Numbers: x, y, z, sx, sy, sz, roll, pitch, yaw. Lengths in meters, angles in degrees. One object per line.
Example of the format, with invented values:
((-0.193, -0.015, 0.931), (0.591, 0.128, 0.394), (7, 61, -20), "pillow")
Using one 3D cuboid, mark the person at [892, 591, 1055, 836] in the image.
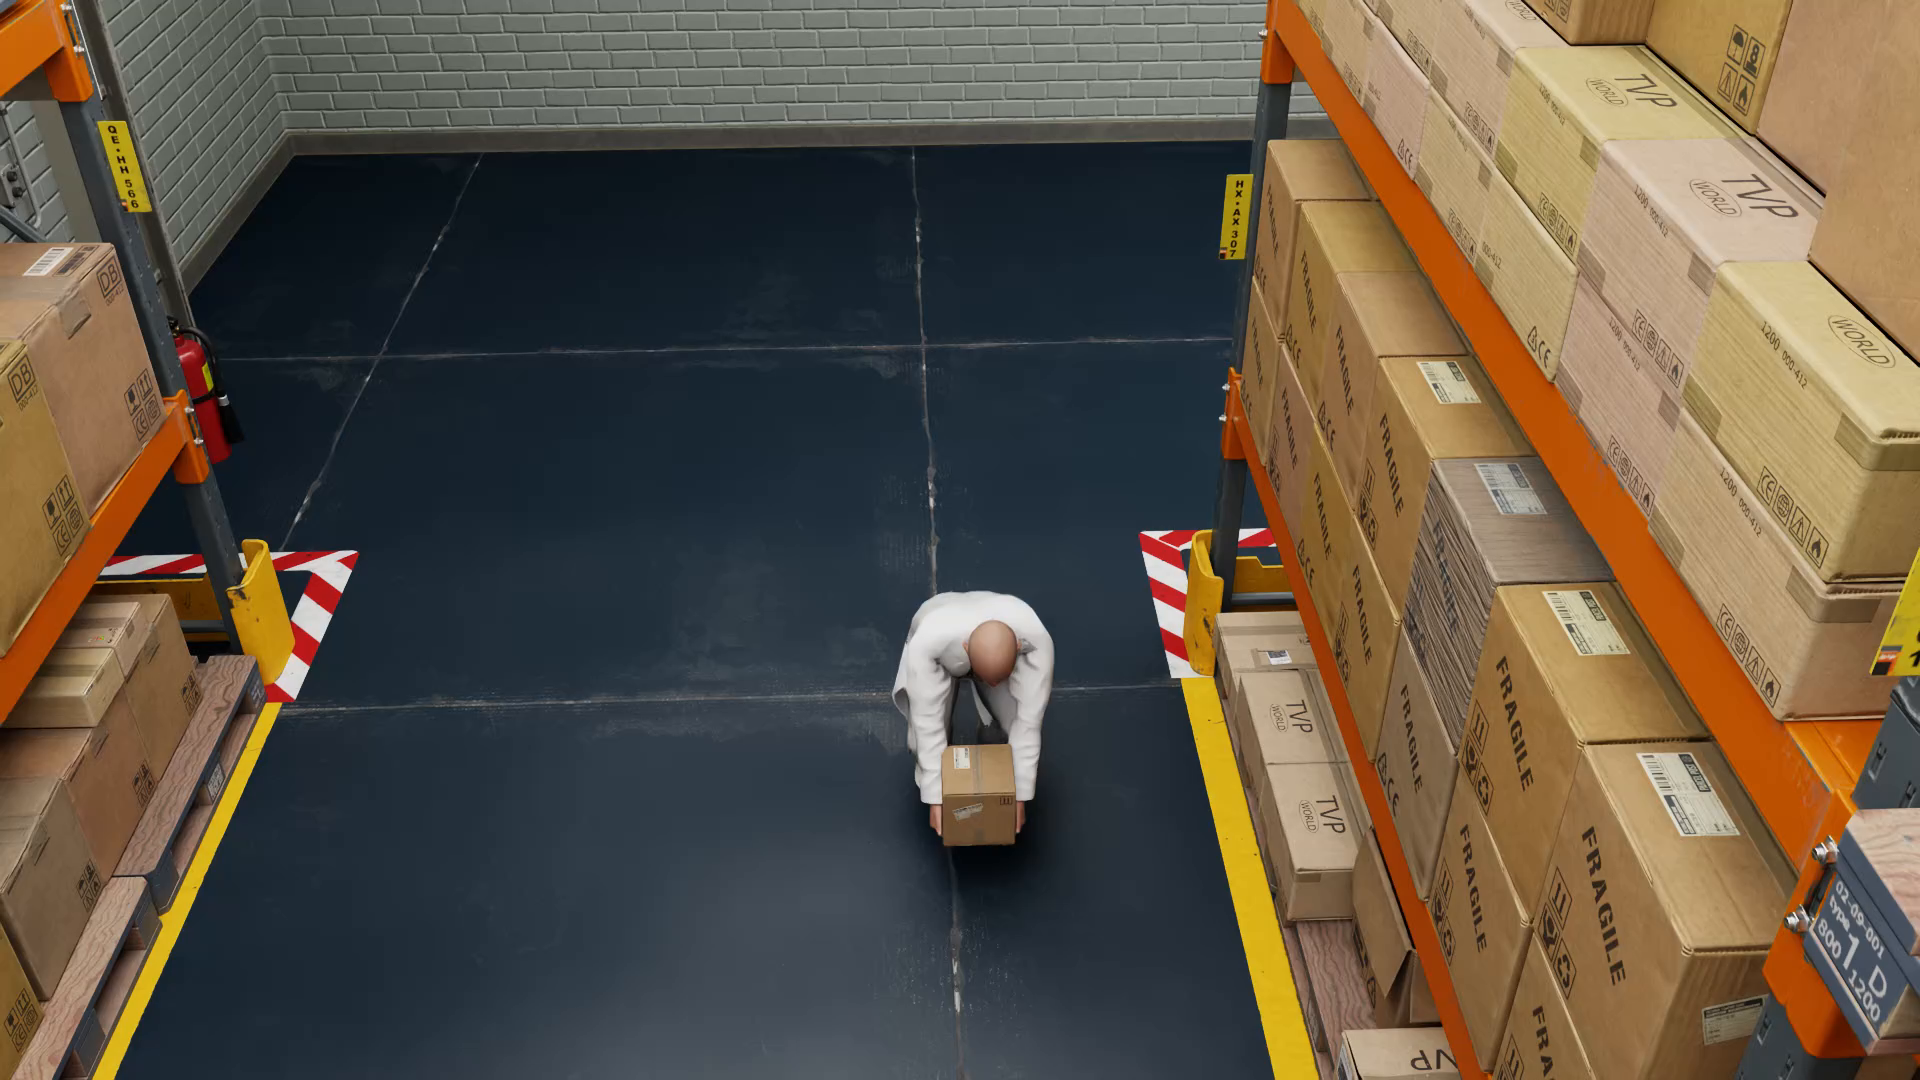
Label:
((0.043, 0.553, 6.050), (0.579, 1.000, 0.936), (-2, 35, -3), "person")
